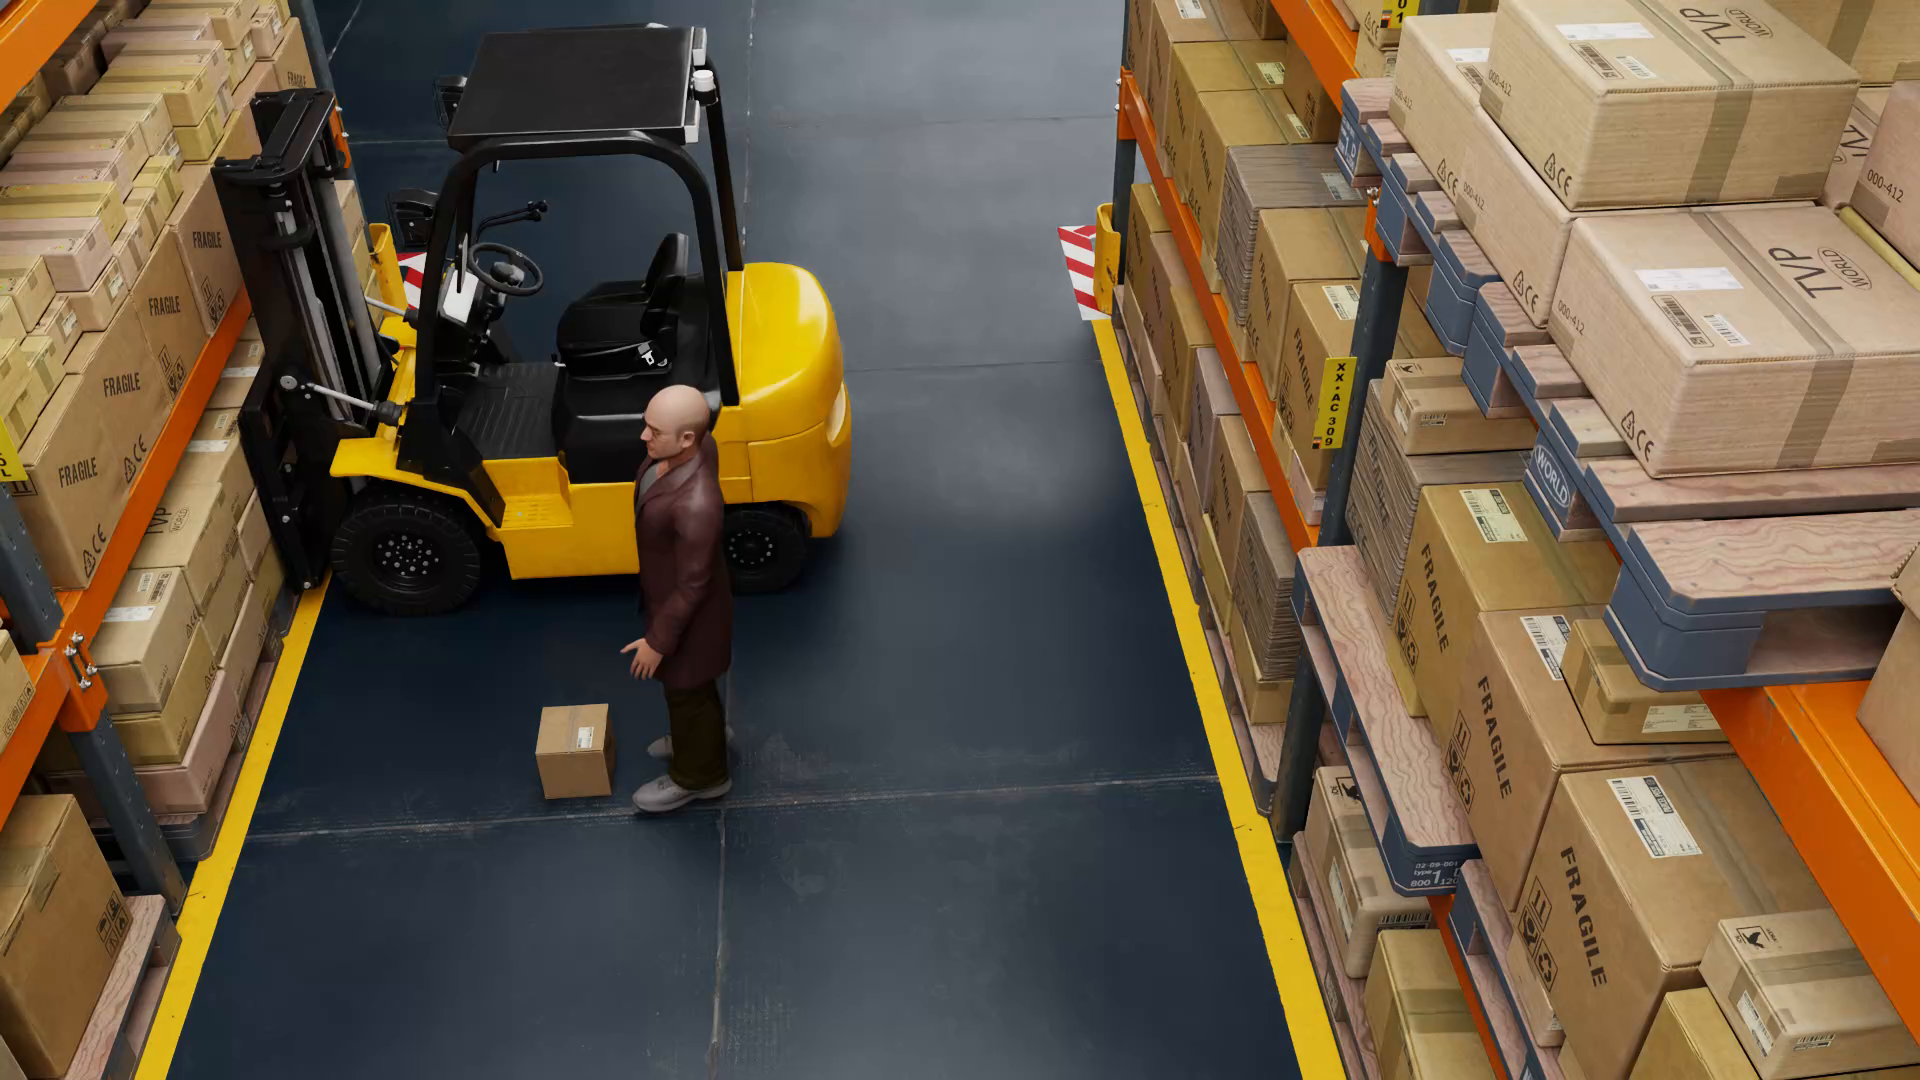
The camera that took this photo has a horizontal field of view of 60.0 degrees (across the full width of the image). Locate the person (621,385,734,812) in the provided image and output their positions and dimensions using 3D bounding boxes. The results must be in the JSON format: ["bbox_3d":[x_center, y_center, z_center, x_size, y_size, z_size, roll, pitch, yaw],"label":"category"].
[{"bbox_3d":[-1.024,0.248,5.856,0.468,1.847,0.622,-7,39,-9],"label":"person"}]
